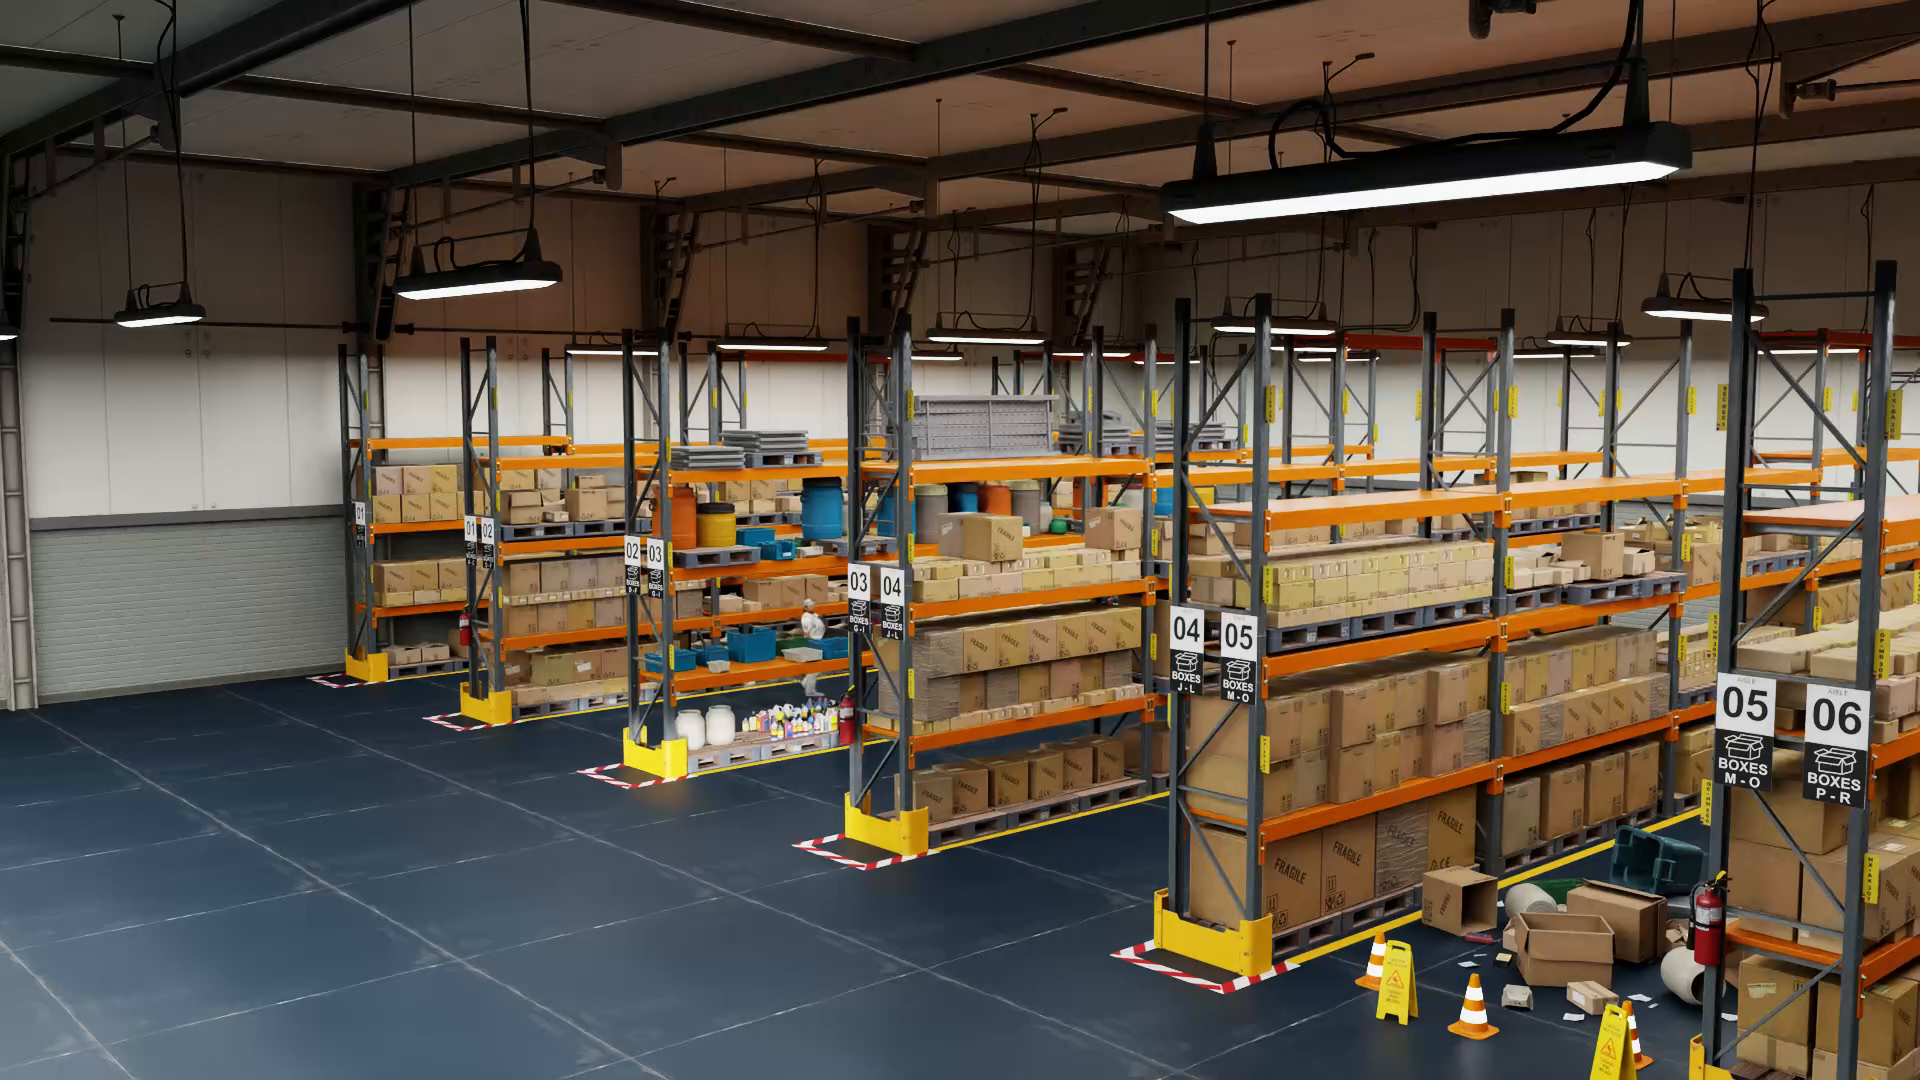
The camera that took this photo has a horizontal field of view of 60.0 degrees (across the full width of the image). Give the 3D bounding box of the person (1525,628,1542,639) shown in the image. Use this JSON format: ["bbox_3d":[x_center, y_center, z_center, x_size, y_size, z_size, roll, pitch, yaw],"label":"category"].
[{"bbox_3d":[8.694,2.073,25.301,0.487,1.659,0.388,-4,7,-39],"label":"person"}]

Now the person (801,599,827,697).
[{"bbox_3d":[-2.455,1.815,27.975,0.454,1.658,0.506,0,5,-5],"label":"person"}]
